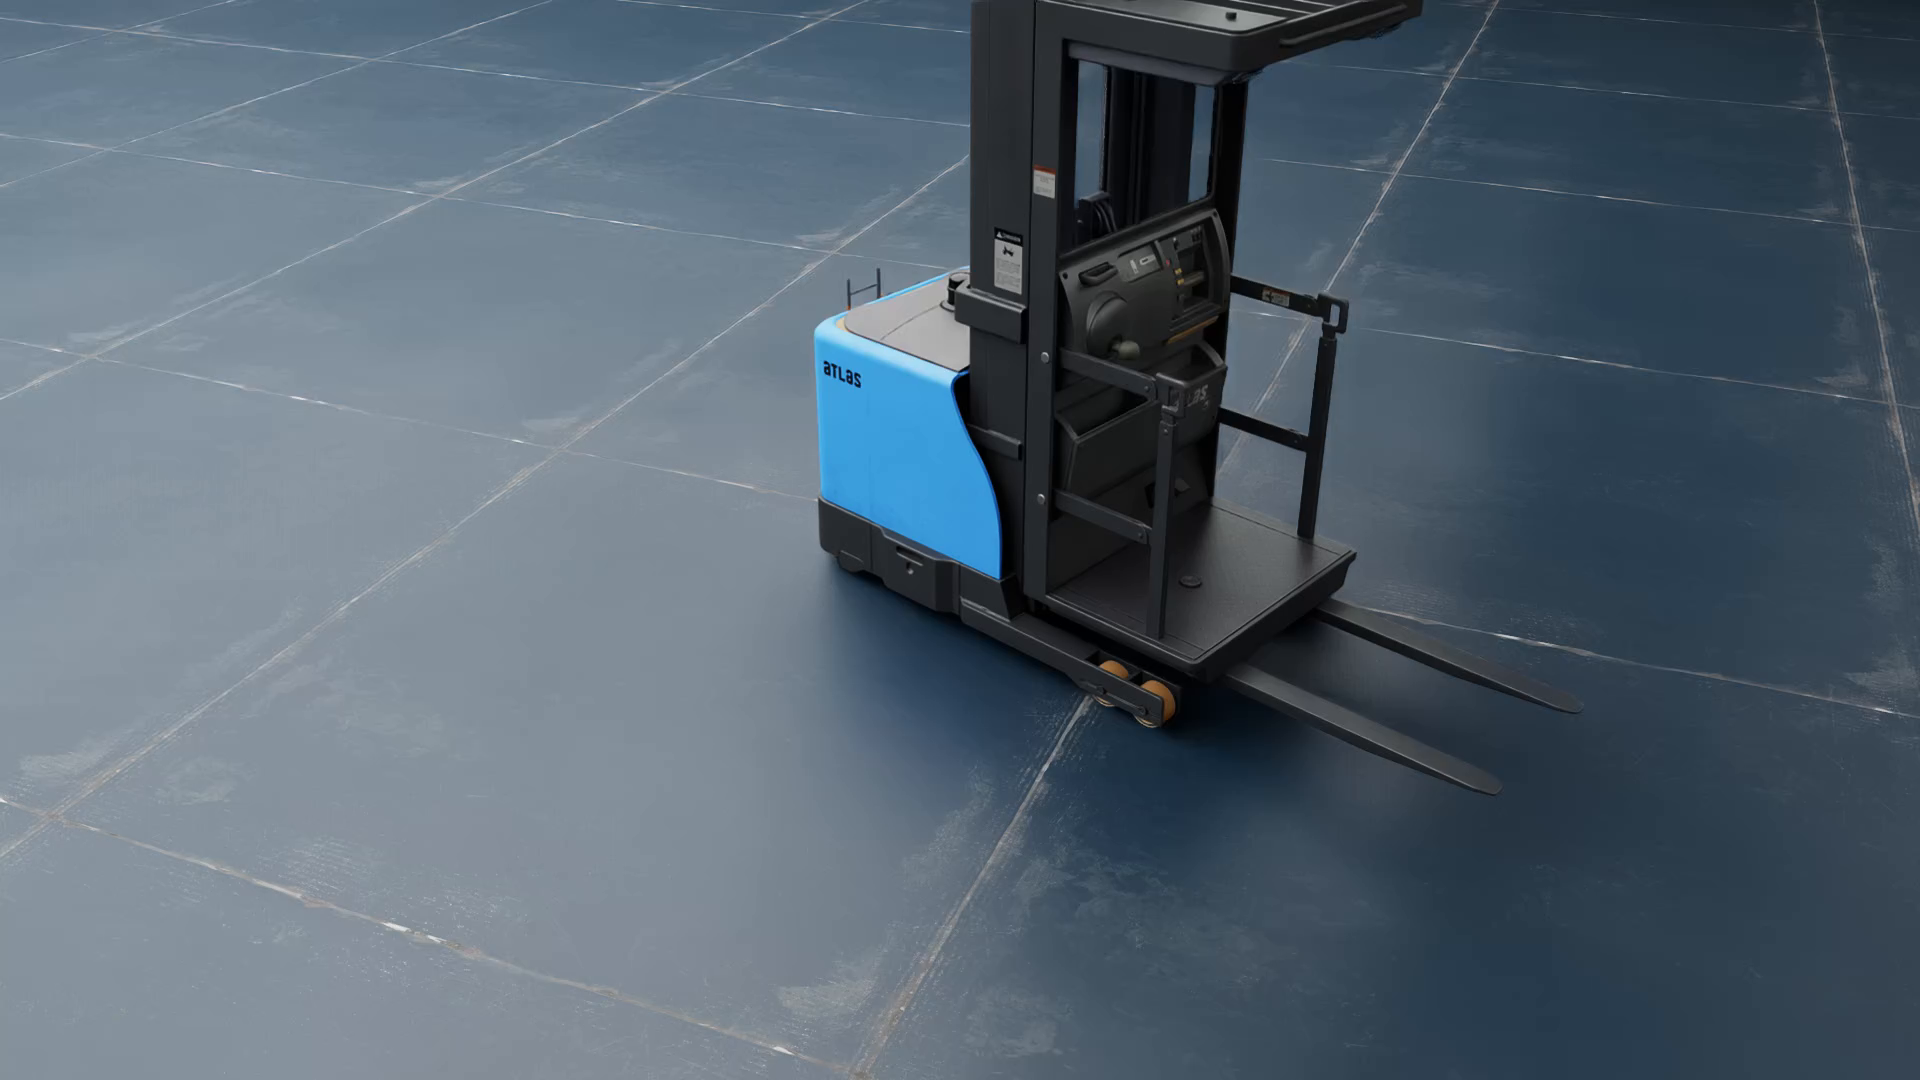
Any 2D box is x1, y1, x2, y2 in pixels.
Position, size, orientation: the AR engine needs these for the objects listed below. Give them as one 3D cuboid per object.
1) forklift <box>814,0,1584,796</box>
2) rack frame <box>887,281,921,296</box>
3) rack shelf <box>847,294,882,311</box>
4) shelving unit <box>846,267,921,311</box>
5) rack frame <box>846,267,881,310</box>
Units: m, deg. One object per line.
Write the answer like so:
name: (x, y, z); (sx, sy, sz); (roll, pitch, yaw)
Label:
forklift: (0.830, -0.886, 5.839); (3.031, 2.935, 1.130); (24, 37, 36)
rack frame: (-0.236, -0.606, 7.256); (0.008, 1.050, 0.200); (24, 37, 36)
rack shelf: (-0.326, -0.885, 7.193); (0.240, 0.259, 0.215); (24, 37, 36)
shelving unit: (-0.326, -0.647, 7.327); (0.252, 1.050, 0.215); (24, 37, 36)
rack frame: (-0.416, -0.687, 7.399); (0.008, 1.050, 0.200); (24, 37, 36)
